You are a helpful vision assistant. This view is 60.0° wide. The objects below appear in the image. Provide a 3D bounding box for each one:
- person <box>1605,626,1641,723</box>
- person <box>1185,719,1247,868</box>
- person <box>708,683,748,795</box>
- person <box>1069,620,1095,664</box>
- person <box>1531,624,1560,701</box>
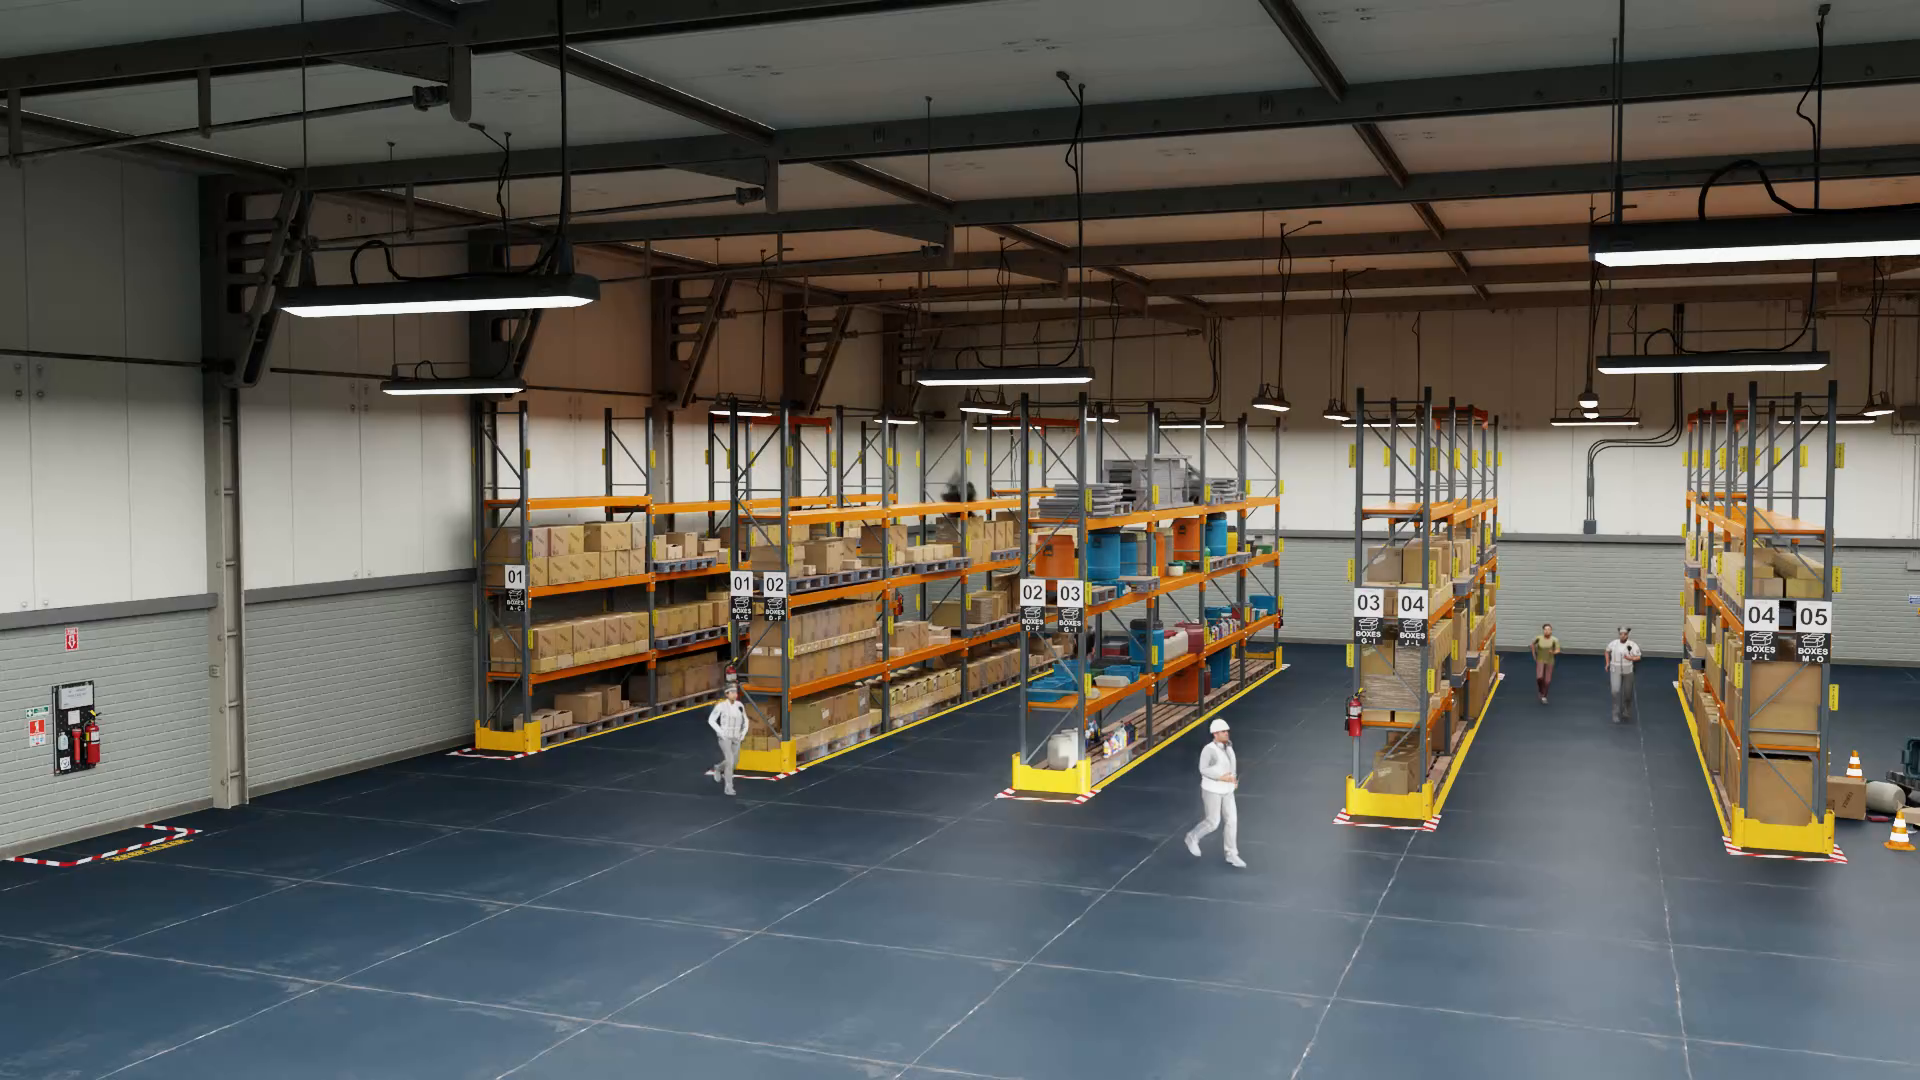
[{"bbox_3d":[12.692,2.556,31.852,0.649,1.823,0.867,1,3,23],"label":"person"},{"bbox_3d":[3.188,3.111,20.613,0.681,1.793,0.847,-3,4,-42],"label":"person"},{"bbox_3d":[-3.492,2.975,25.067,0.656,1.672,0.684,-2,4,-38],"label":"person"},{"bbox_3d":[2.619,2.439,35.228,0.641,1.728,0.658,1,3,13],"label":"person"},{"bbox_3d":[11.973,2.517,34.019,0.570,1.619,0.652,1,3,20],"label":"person"}]
